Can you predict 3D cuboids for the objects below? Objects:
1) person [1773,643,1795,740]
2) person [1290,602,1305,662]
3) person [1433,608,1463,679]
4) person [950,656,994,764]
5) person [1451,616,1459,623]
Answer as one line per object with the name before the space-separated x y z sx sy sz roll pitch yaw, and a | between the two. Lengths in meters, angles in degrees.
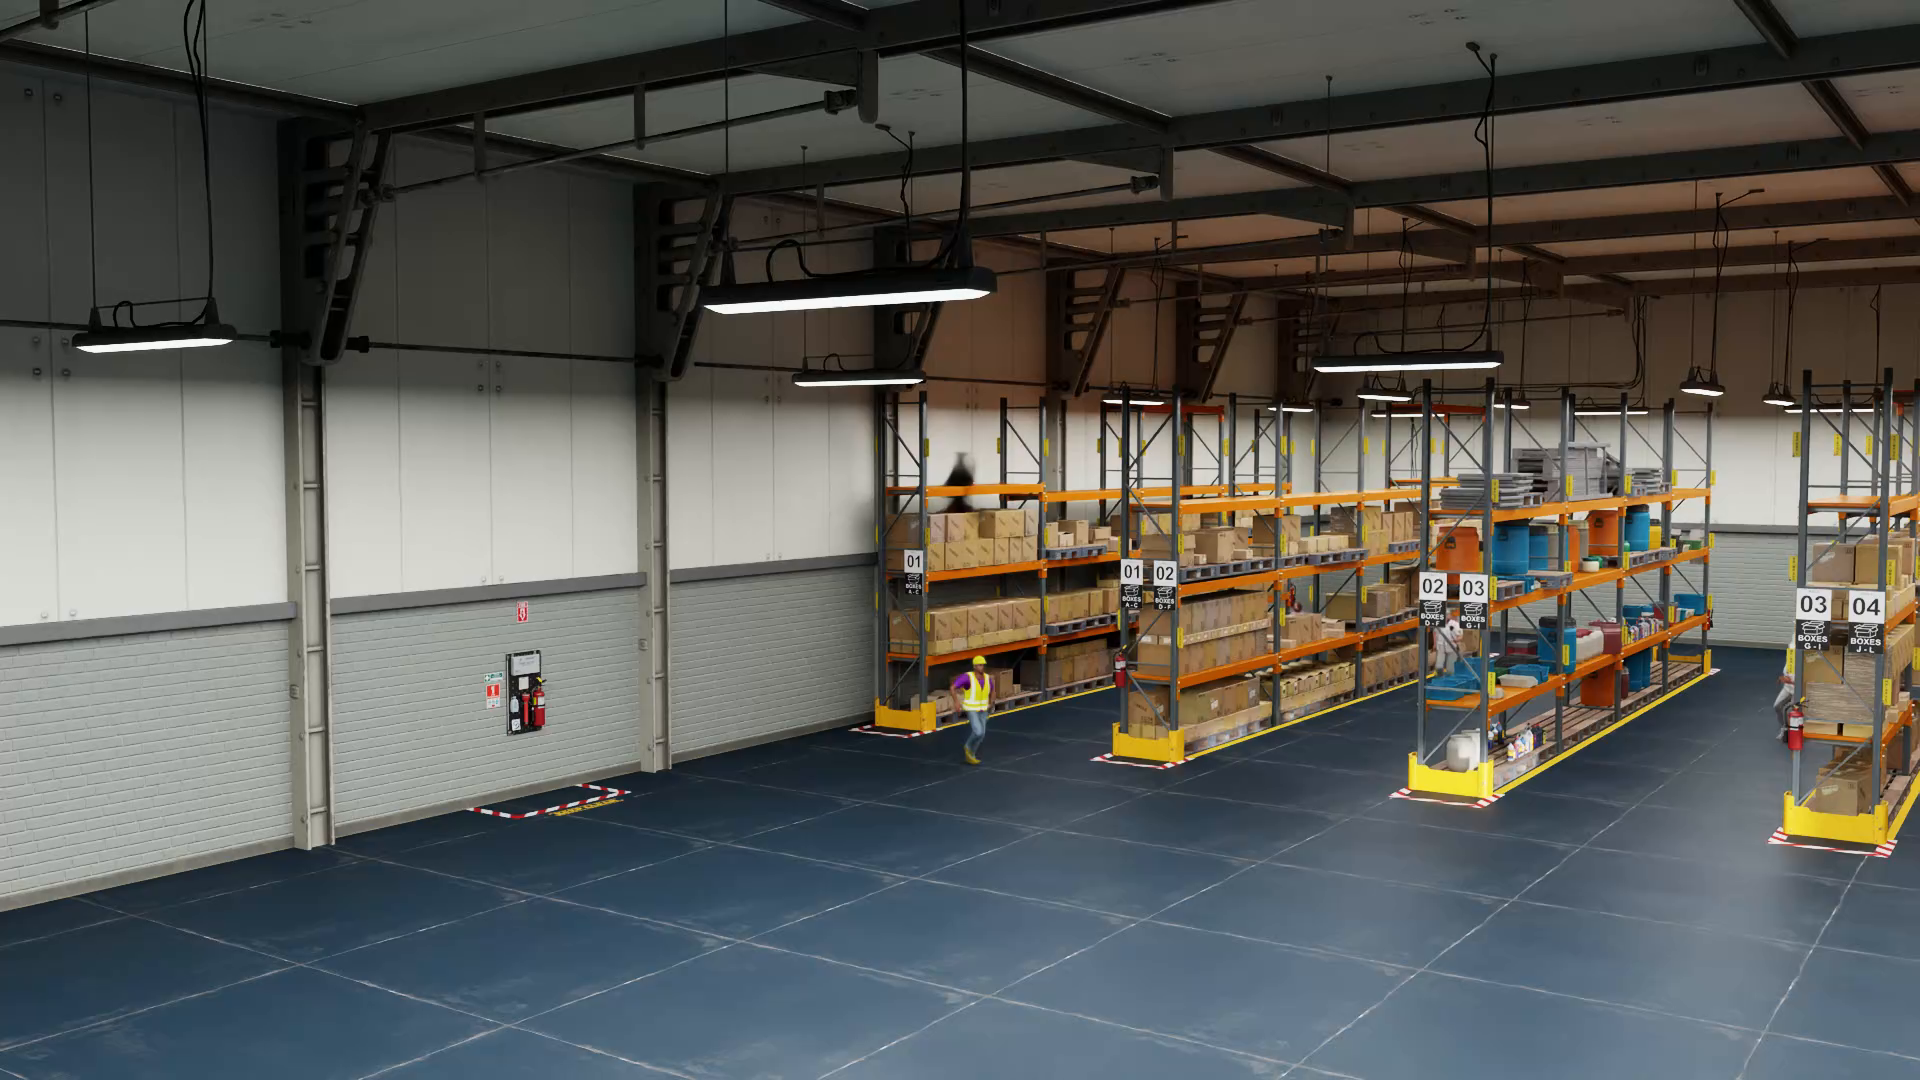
person | 14.167 2.573 28.326 0.726 1.659 0.849 -1 3 -25
person | 7.630 2.158 37.468 0.520 1.559 0.645 2 4 27
person | 9.891 2.250 33.784 0.636 1.779 0.691 2 4 26
person | 0.243 2.681 26.211 0.751 1.719 0.557 -2 4 -31
person | 12.322 1.897 41.594 0.617 1.613 0.596 -2 4 -28
